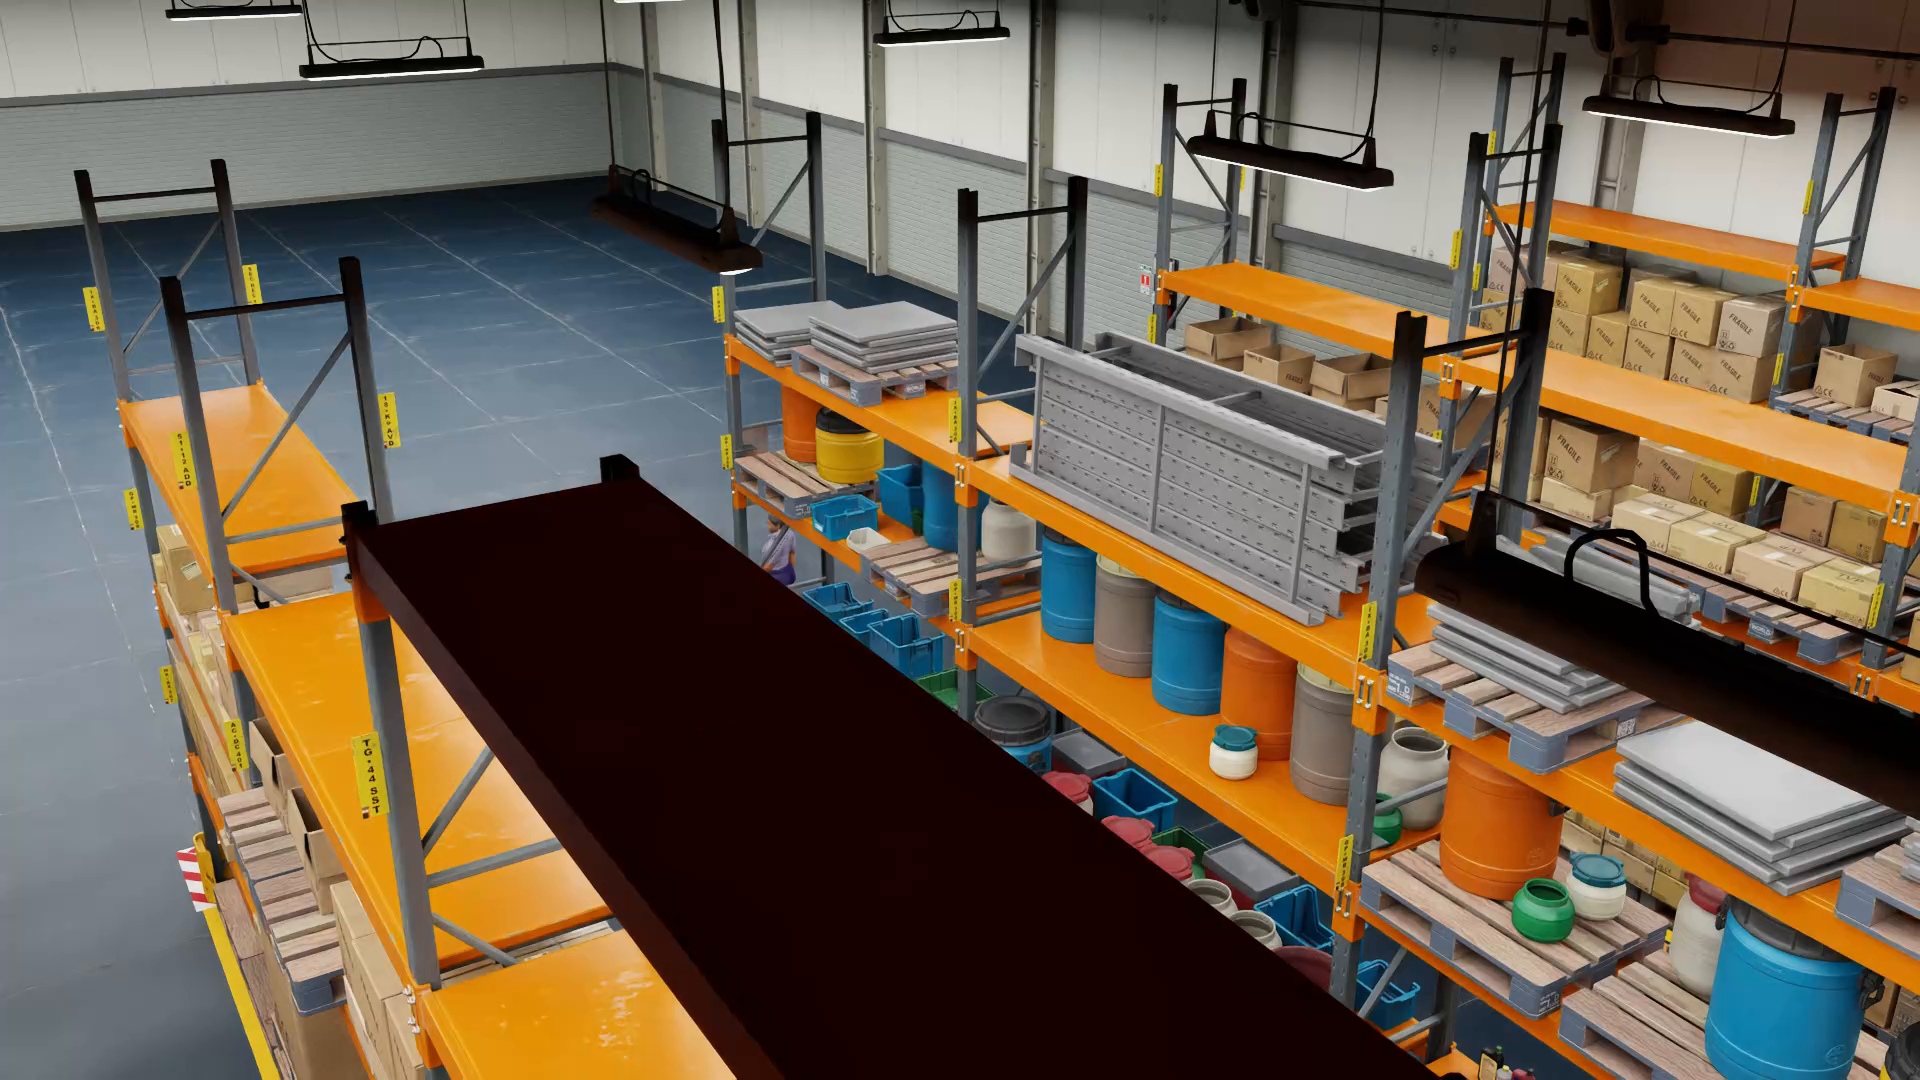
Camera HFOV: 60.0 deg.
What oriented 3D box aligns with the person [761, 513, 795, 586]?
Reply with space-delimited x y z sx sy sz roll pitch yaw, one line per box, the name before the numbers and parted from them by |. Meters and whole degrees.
person | -2.092 0.446 18.109 0.671 1.666 0.504 6 23 14
